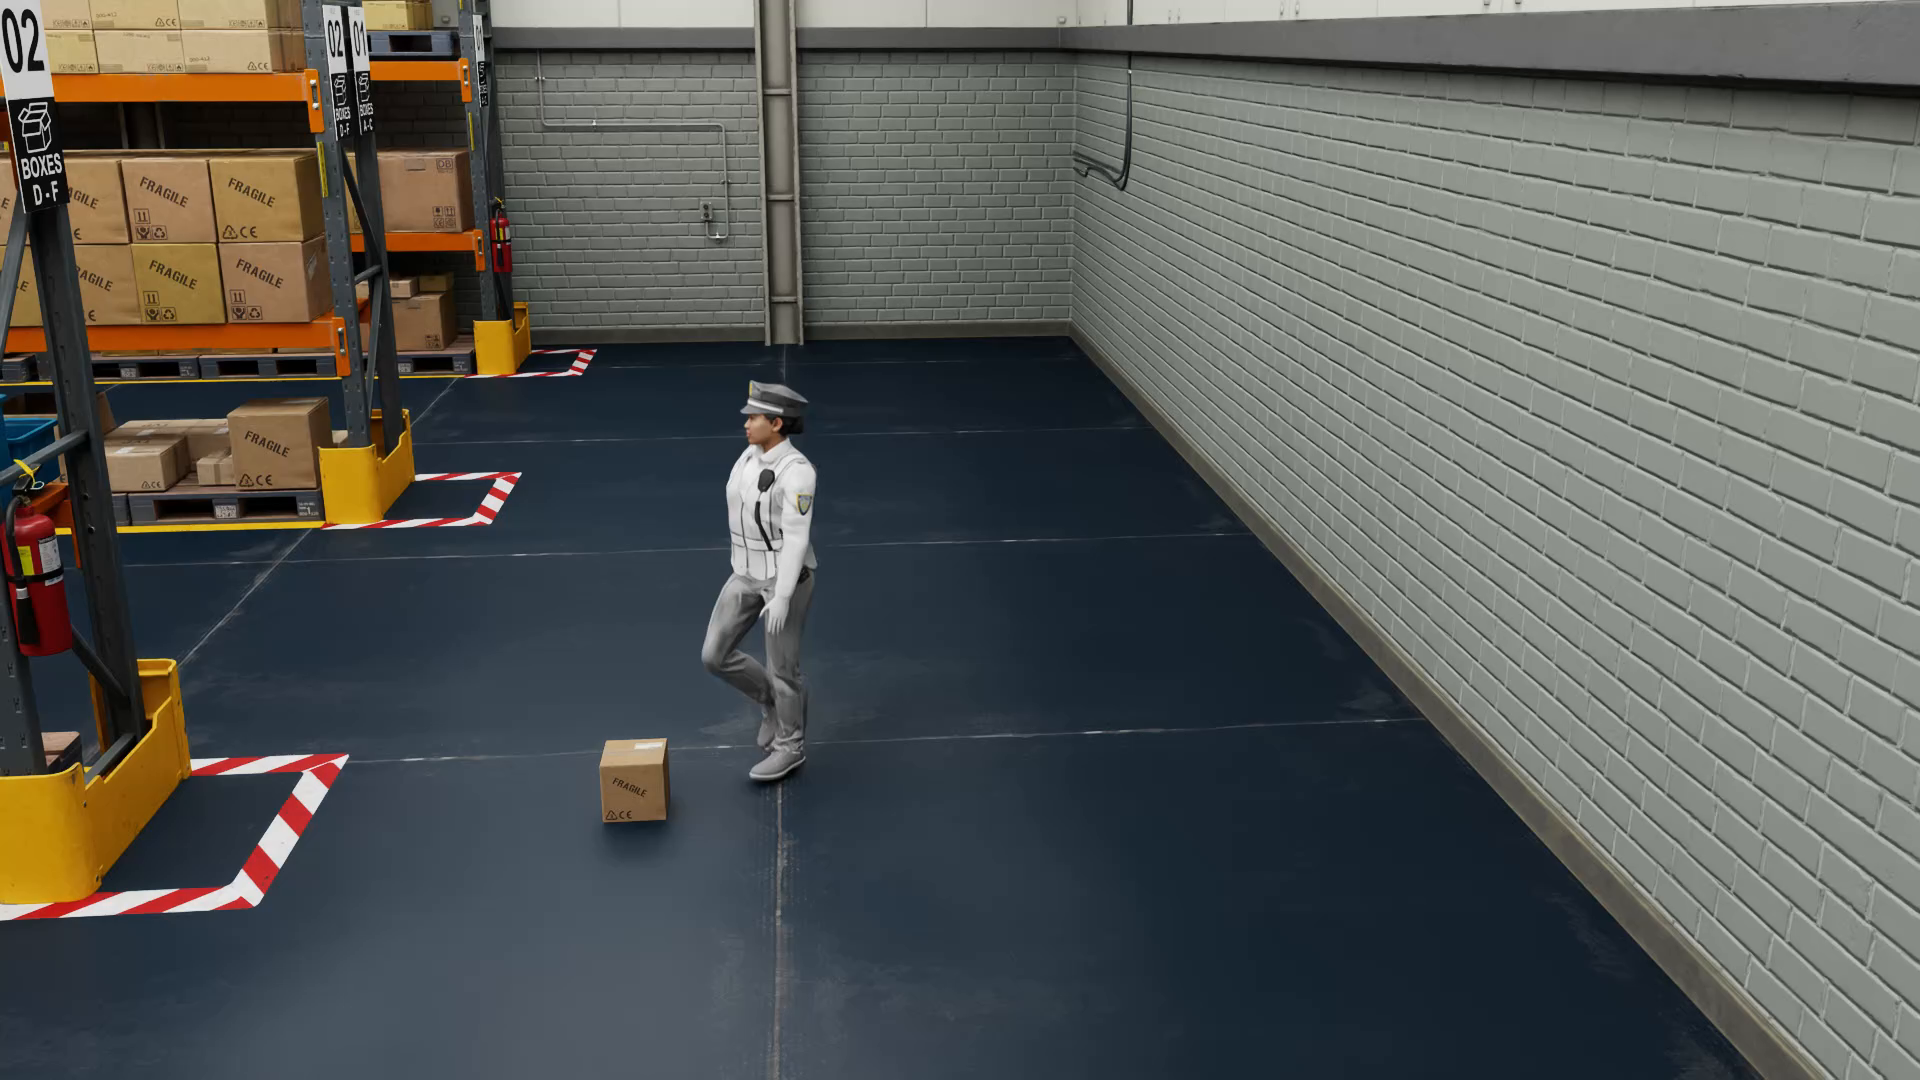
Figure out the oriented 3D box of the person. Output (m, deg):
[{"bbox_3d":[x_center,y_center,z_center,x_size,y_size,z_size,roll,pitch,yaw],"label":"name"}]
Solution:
[{"bbox_3d":[-0.800,0.171,6.846,0.495,1.678,0.435,15,22,41],"label":"person"}]
